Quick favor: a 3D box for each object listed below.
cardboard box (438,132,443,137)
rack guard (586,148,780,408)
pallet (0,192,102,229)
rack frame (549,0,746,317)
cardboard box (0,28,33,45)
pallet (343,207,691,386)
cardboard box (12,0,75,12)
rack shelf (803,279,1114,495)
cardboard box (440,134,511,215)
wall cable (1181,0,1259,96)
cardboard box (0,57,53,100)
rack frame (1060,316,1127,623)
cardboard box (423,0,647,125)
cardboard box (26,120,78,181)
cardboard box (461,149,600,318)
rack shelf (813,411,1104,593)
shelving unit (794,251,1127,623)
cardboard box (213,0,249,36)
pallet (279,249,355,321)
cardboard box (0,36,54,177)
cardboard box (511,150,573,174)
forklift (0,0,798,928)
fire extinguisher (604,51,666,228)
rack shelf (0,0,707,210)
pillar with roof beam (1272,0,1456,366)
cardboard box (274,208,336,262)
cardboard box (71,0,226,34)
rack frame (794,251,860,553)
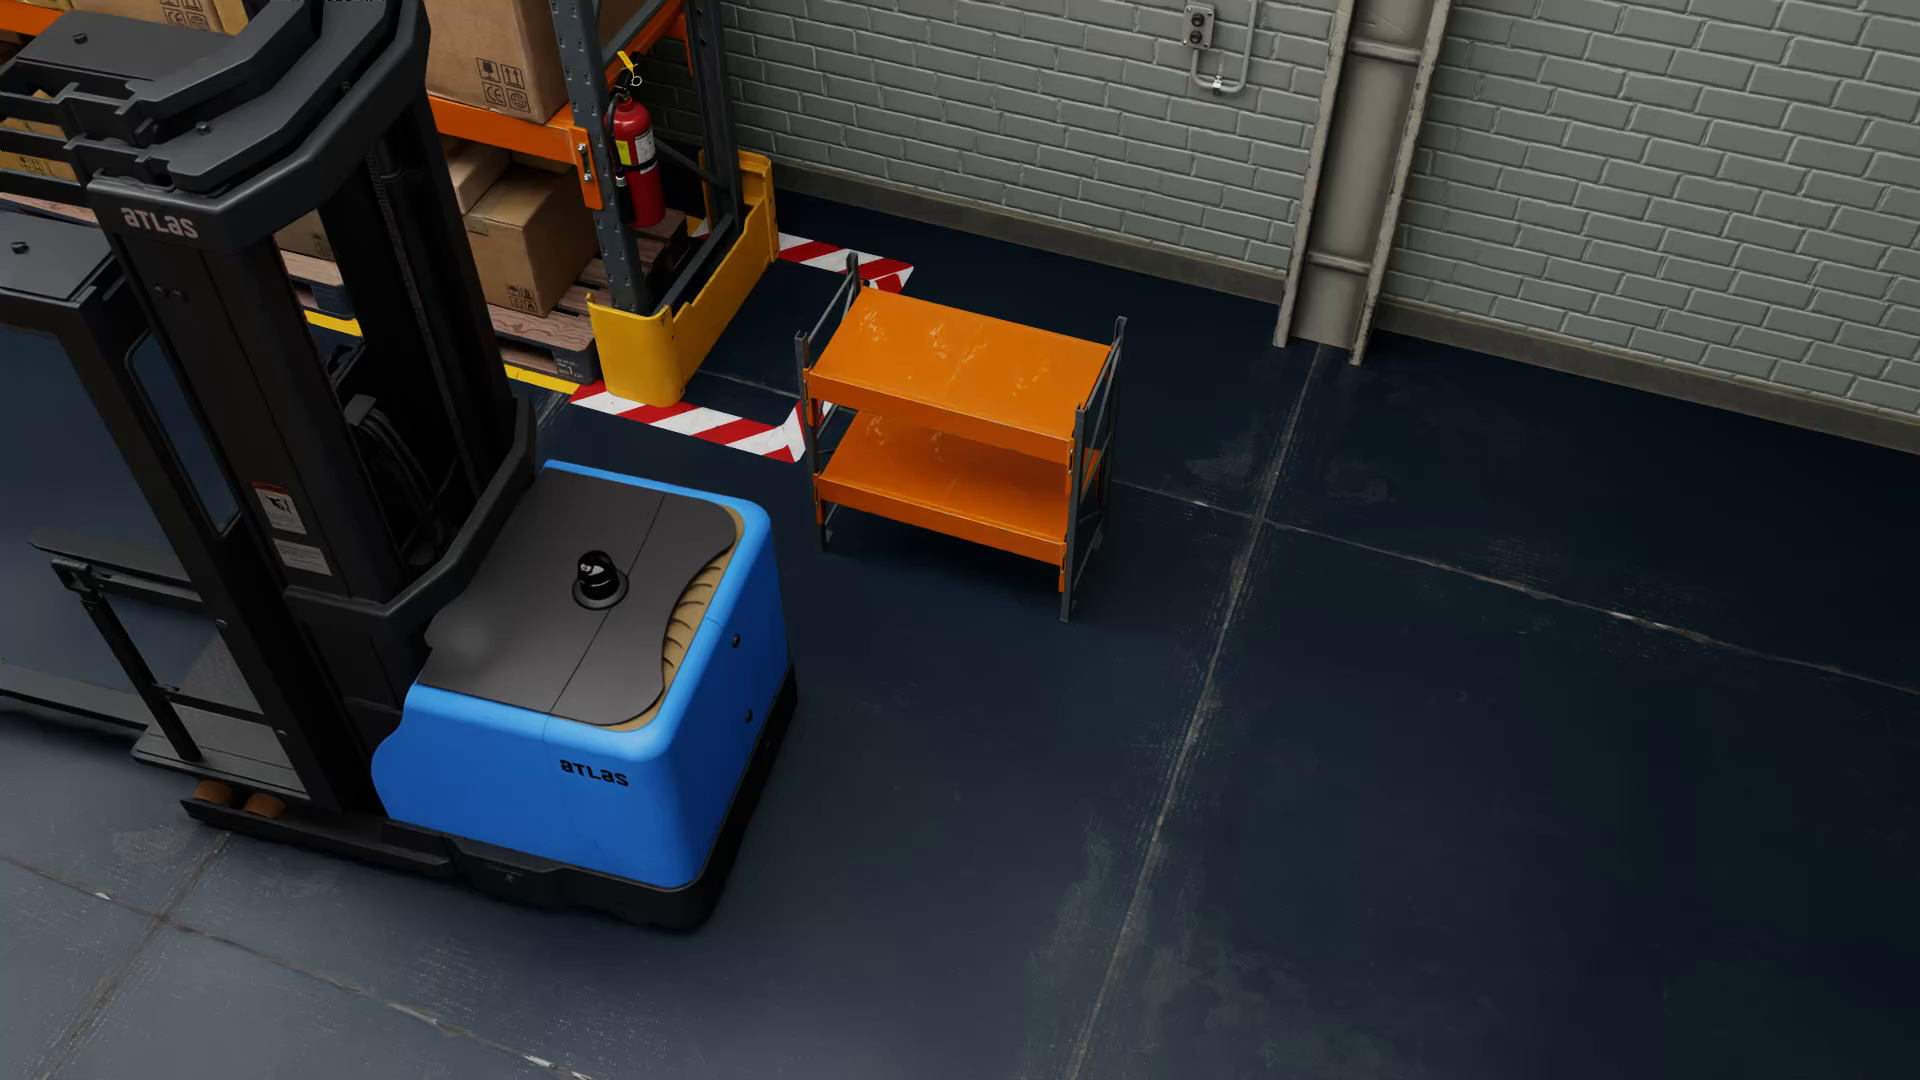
[{"bbox_3d":[-2.325,-1.612,6.976,0.250,0.149,0.380,17,51,14],"label":"cardboard box"},{"bbox_3d":[-1.187,-1.173,7.302,0.348,0.500,1.175,16,51,13],"label":"rack guard"},{"bbox_3d":[-4.276,-1.877,8.104,1.213,0.211,1.003,16,51,13],"label":"pallet"},{"bbox_3d":[-1.210,-1.998,6.363,0.127,3.000,1.000,16,51,13],"label":"rack frame"},{"bbox_3d":[-4.363,-2.487,7.734,0.250,0.149,0.380,15,51,13],"label":"cardboard box"},{"bbox_3d":[-1.987,-1.238,7.550,1.213,0.211,1.003,16,51,13],"label":"pallet"},{"bbox_3d":[-3.776,-2.795,6.855,0.700,0.700,0.980,14,51,12],"label":"cardboard box"},{"bbox_3d":[0.006,-0.558,5.969,1.000,0.278,0.538,16,51,13],"label":"rack shelf"},{"bbox_3d":[-2.085,-1.546,6.918,0.250,0.149,0.380,15,51,13],"label":"cardboard box"},{"bbox_3d":[0.319,-2.666,6.270,1.851,1.984,0.084,16,51,13],"label":"wall cable"},{"bbox_3d":[-4.038,-2.089,7.389,0.250,0.149,0.380,17,51,14],"label":"cardboard box"},{"bbox_3d":[0.483,-0.234,6.075,0.032,1.125,0.500,16,51,13],"label":"rack frame"},{"bbox_3d":[-1.692,-2.222,6.359,0.700,0.700,0.980,18,51,15],"label":"cardboard box"},{"bbox_3d":[-3.826,-1.962,7.708,0.500,0.500,0.700,15,51,13],"label":"cardboard box"},{"bbox_3d":[-1.901,-1.429,7.246,0.500,0.500,0.700,16,51,13],"label":"cardboard box"},{"bbox_3d":[0.006,-0.207,6.375,1.000,0.278,0.538,16,51,13],"label":"rack shelf"},{"bbox_3d":[0.006,-0.367,6.190,1.048,1.125,0.538,16,51,13],"label":"shelving unit"},{"bbox_3d":[-2.378,-2.405,6.518,0.700,0.700,0.980,15,51,13],"label":"cardboard box"},{"bbox_3d":[-3.128,-1.559,7.828,1.213,0.211,1.003,16,51,13],"label":"pallet"},{"bbox_3d":[-4.296,-2.096,7.824,0.500,0.500,0.700,16,51,14],"label":"cardboard box"},{"bbox_3d":[-1.715,-1.750,7.096,0.250,0.149,0.380,16,51,13],"label":"cardboard box"},{"bbox_3d":[-2.162,-0.312,4.948,3.031,2.935,1.130,12,50,10],"label":"forklift"},{"bbox_3d":[-1.228,-1.484,6.215,0.183,0.674,0.296,16,51,13],"label":"fire extinguisher"},{"bbox_3d":[-3.086,-2.286,7.089,4.000,0.370,1.077,16,51,13],"label":"rack shelf"},{"bbox_3d":[0.131,-0.817,1.370,0.400,9.000,9.100,16,51,13],"label":"pillar with roof beam"},{"bbox_3d":[-2.843,-1.691,7.474,0.500,0.500,0.700,14,51,12],"label":"cardboard box"},{"bbox_3d":[-3.090,-2.611,6.696,0.700,0.700,0.980,13,50,11],"label":"cardboard box"},{"bbox_3d":[-0.471,-0.500,6.305,0.032,1.125,0.500,16,51,13],"label":"rack frame"}]
